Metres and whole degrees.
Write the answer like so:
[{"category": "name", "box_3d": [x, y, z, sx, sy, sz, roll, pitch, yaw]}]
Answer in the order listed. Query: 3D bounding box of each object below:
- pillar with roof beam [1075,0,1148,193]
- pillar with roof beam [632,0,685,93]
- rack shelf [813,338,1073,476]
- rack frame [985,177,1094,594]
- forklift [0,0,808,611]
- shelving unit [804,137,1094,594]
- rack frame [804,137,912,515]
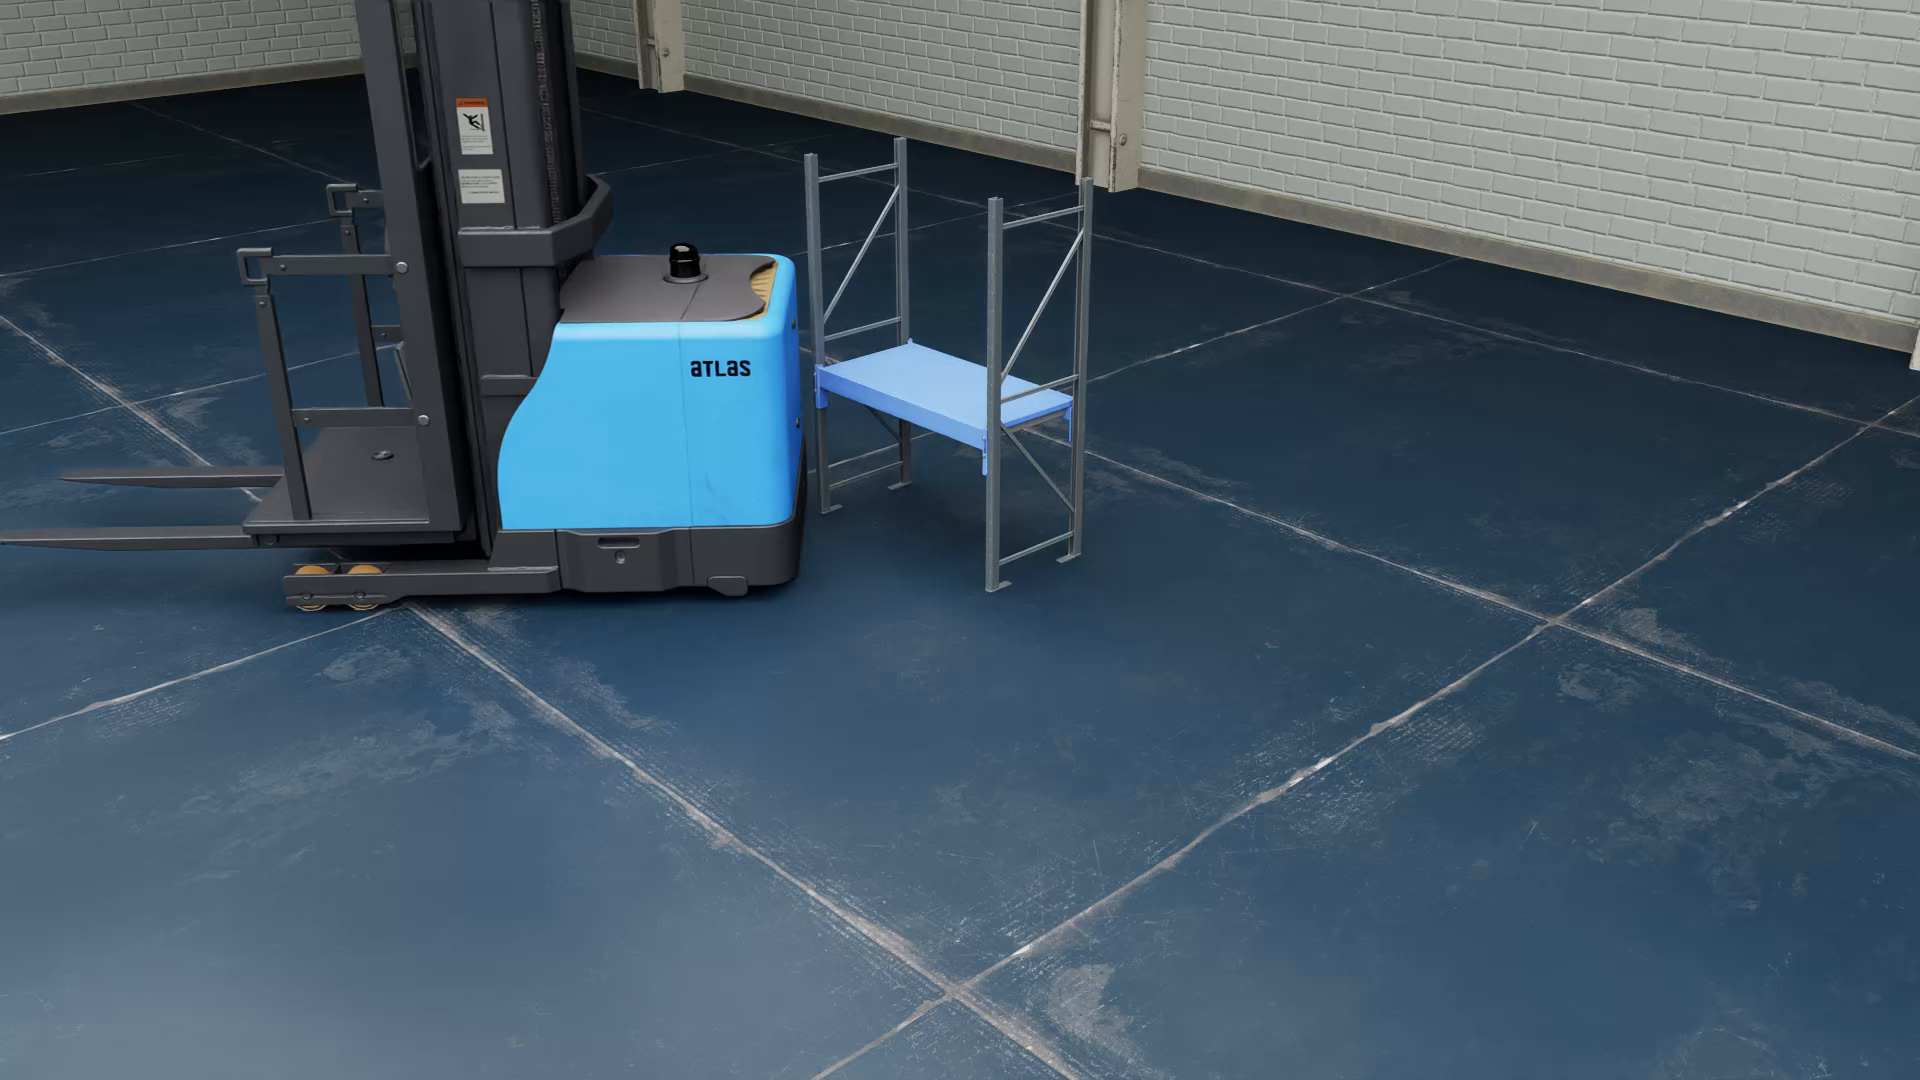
[{"category": "pillar with roof beam", "box_3d": [-2.017, -5.577, 8.132, 9.100, 9.000, 0.400, -21, 32, -38]}, {"category": "pillar with roof beam", "box_3d": [-6.118, -7.394, 12.117, 9.100, 9.000, 0.400, -21, 32, -38]}, {"category": "rack shelf", "box_3d": [-0.058, -0.545, 6.570, 0.538, 0.185, 1.000, -21, 32, -38]}, {"category": "rack frame", "box_3d": [0.289, -0.554, 6.158, 0.500, 1.500, 0.032, -21, 32, -38]}, {"category": "forklift", "box_3d": [-2.145, -1.293, 6.053, 3.031, 2.935, 1.130, -1, 25, -2]}, {"category": "shelving unit", "box_3d": [-0.058, -0.708, 6.495, 0.538, 1.500, 1.048, -21, 32, -38]}, {"category": "rack frame", "box_3d": [-0.406, -0.862, 6.833, 0.500, 1.500, 0.032, -21, 32, -38]}]
